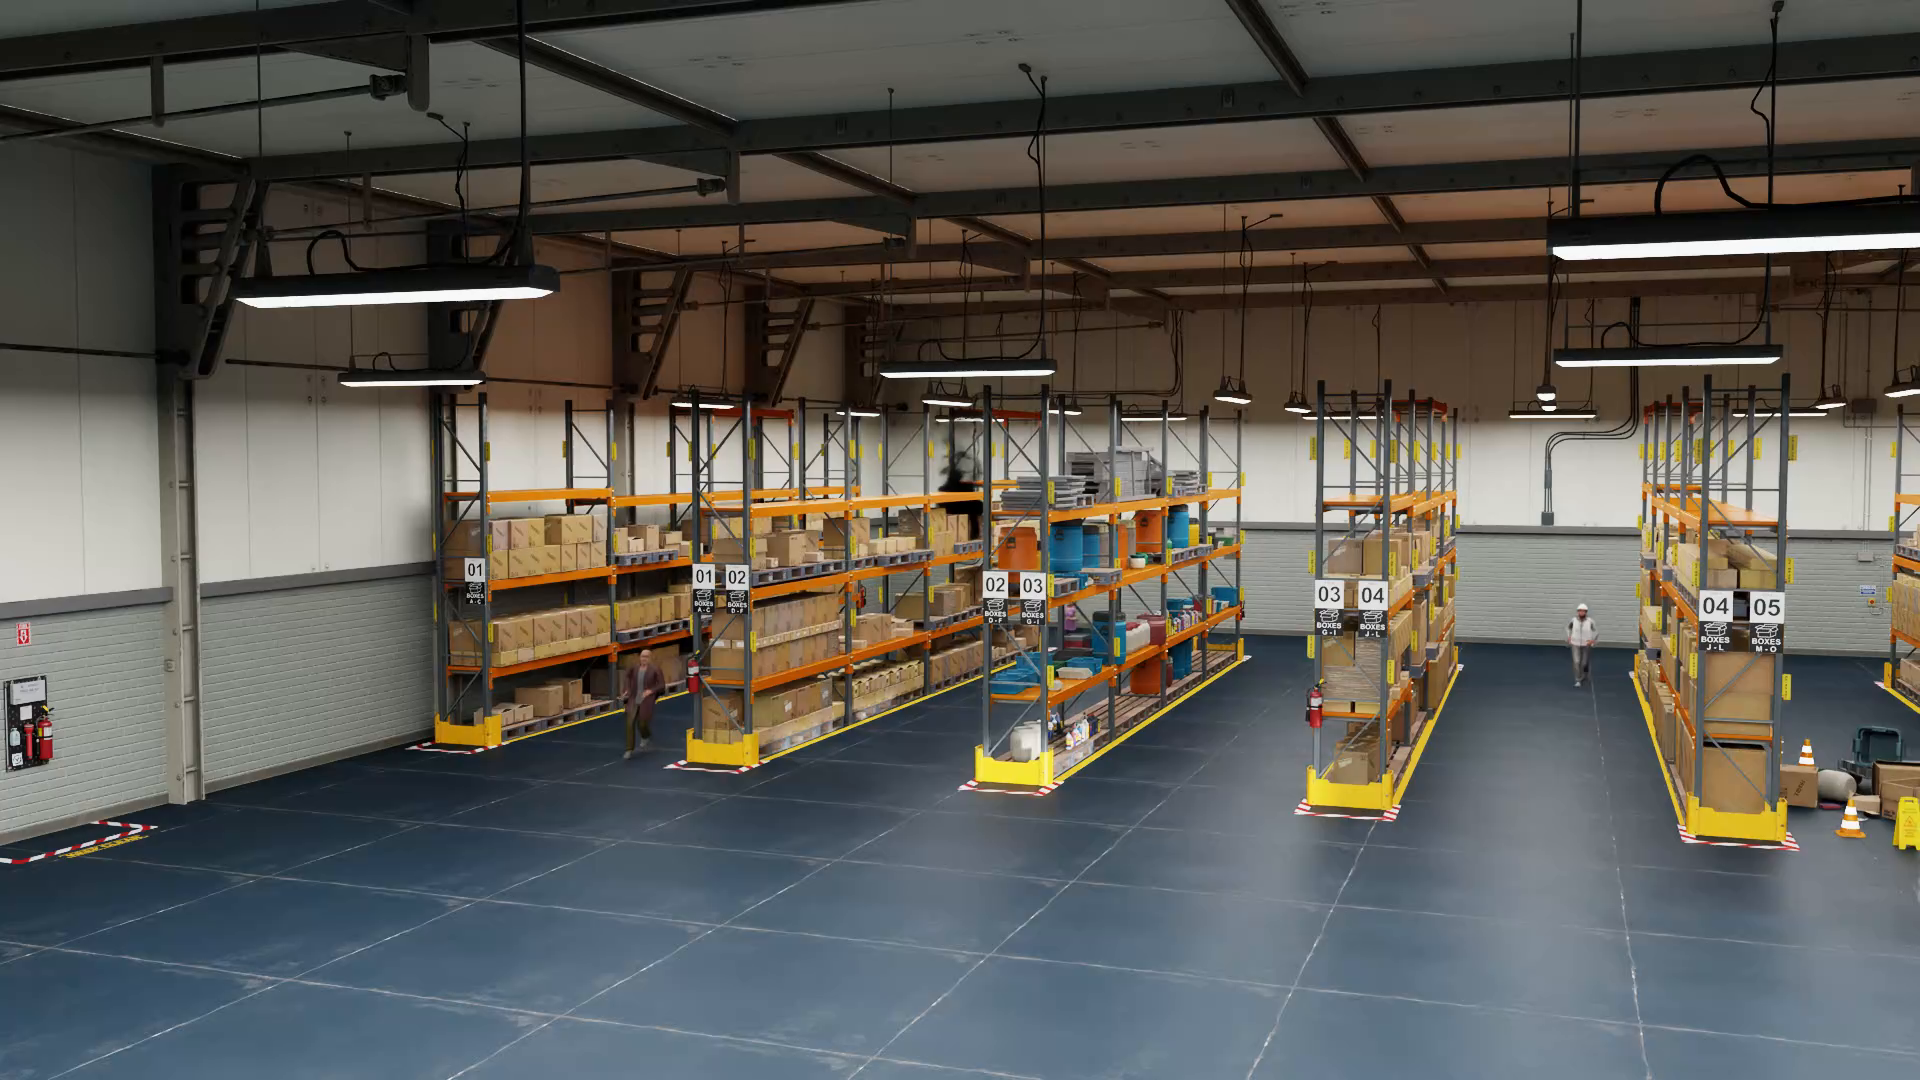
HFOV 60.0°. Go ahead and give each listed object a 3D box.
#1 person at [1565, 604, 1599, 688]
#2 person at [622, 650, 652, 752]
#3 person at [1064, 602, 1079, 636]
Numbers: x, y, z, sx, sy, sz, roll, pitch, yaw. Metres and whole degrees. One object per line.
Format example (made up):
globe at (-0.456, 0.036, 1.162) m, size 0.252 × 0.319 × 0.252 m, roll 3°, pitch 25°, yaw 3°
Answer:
person at (13.300, 2.242, 35.566) m, size 0.683 × 1.764 × 0.843 m, roll 1°, pitch 3°, yaw 23°
person at (-5.197, 2.622, 27.398) m, size 0.708 × 1.650 × 0.755 m, roll 0°, pitch 3°, yaw 8°
person at (2.547, 2.122, 38.901) m, size 0.515 × 1.638 × 0.743 m, roll 1°, pitch 3°, yaw 16°
